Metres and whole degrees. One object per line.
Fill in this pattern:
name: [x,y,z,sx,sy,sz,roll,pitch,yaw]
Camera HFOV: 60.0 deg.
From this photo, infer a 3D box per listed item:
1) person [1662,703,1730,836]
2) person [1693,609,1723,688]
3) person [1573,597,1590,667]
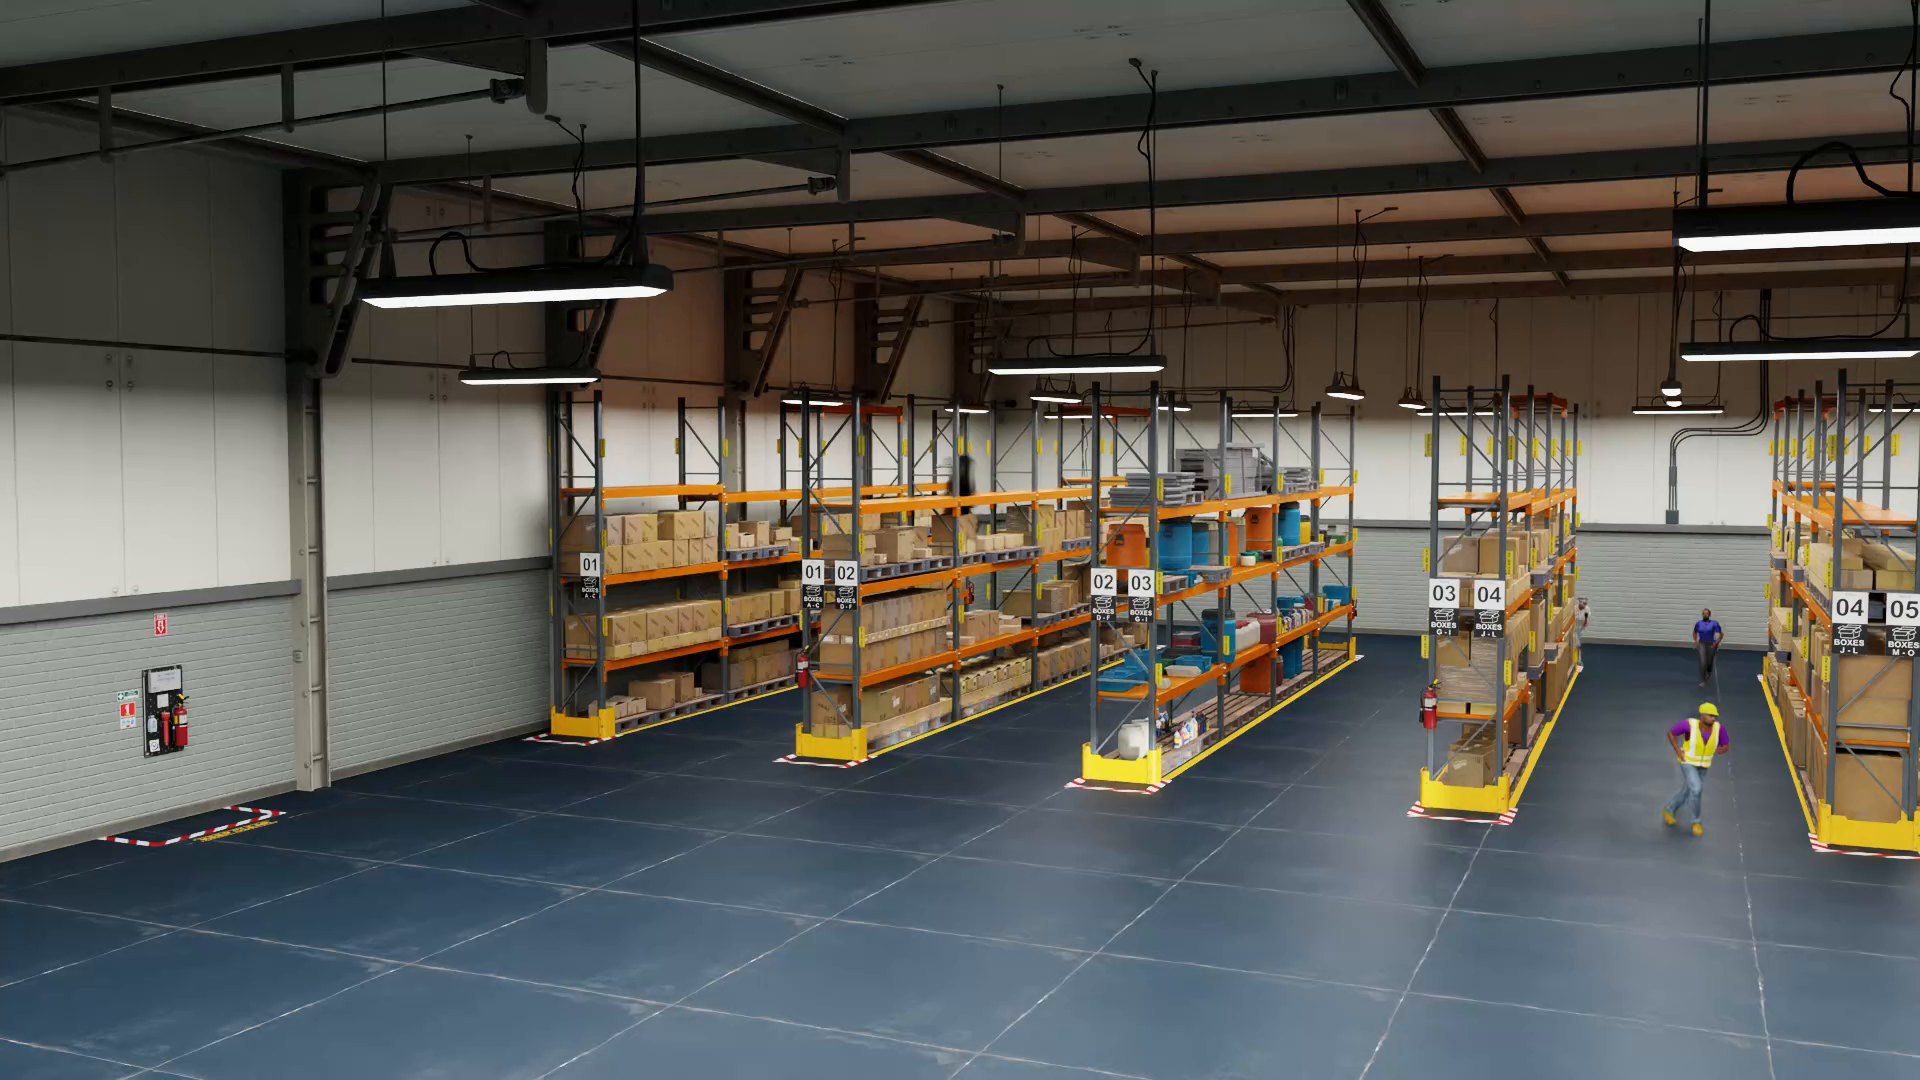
person: [9.669,2.952,21.837,0.663,1.711,0.868,-1,3,-12]
person: [15.735,2.267,35.008,0.597,1.658,0.638,2,4,31]
person: [14.170,2.082,38.468,0.643,1.613,0.961,-1,3,-17]
